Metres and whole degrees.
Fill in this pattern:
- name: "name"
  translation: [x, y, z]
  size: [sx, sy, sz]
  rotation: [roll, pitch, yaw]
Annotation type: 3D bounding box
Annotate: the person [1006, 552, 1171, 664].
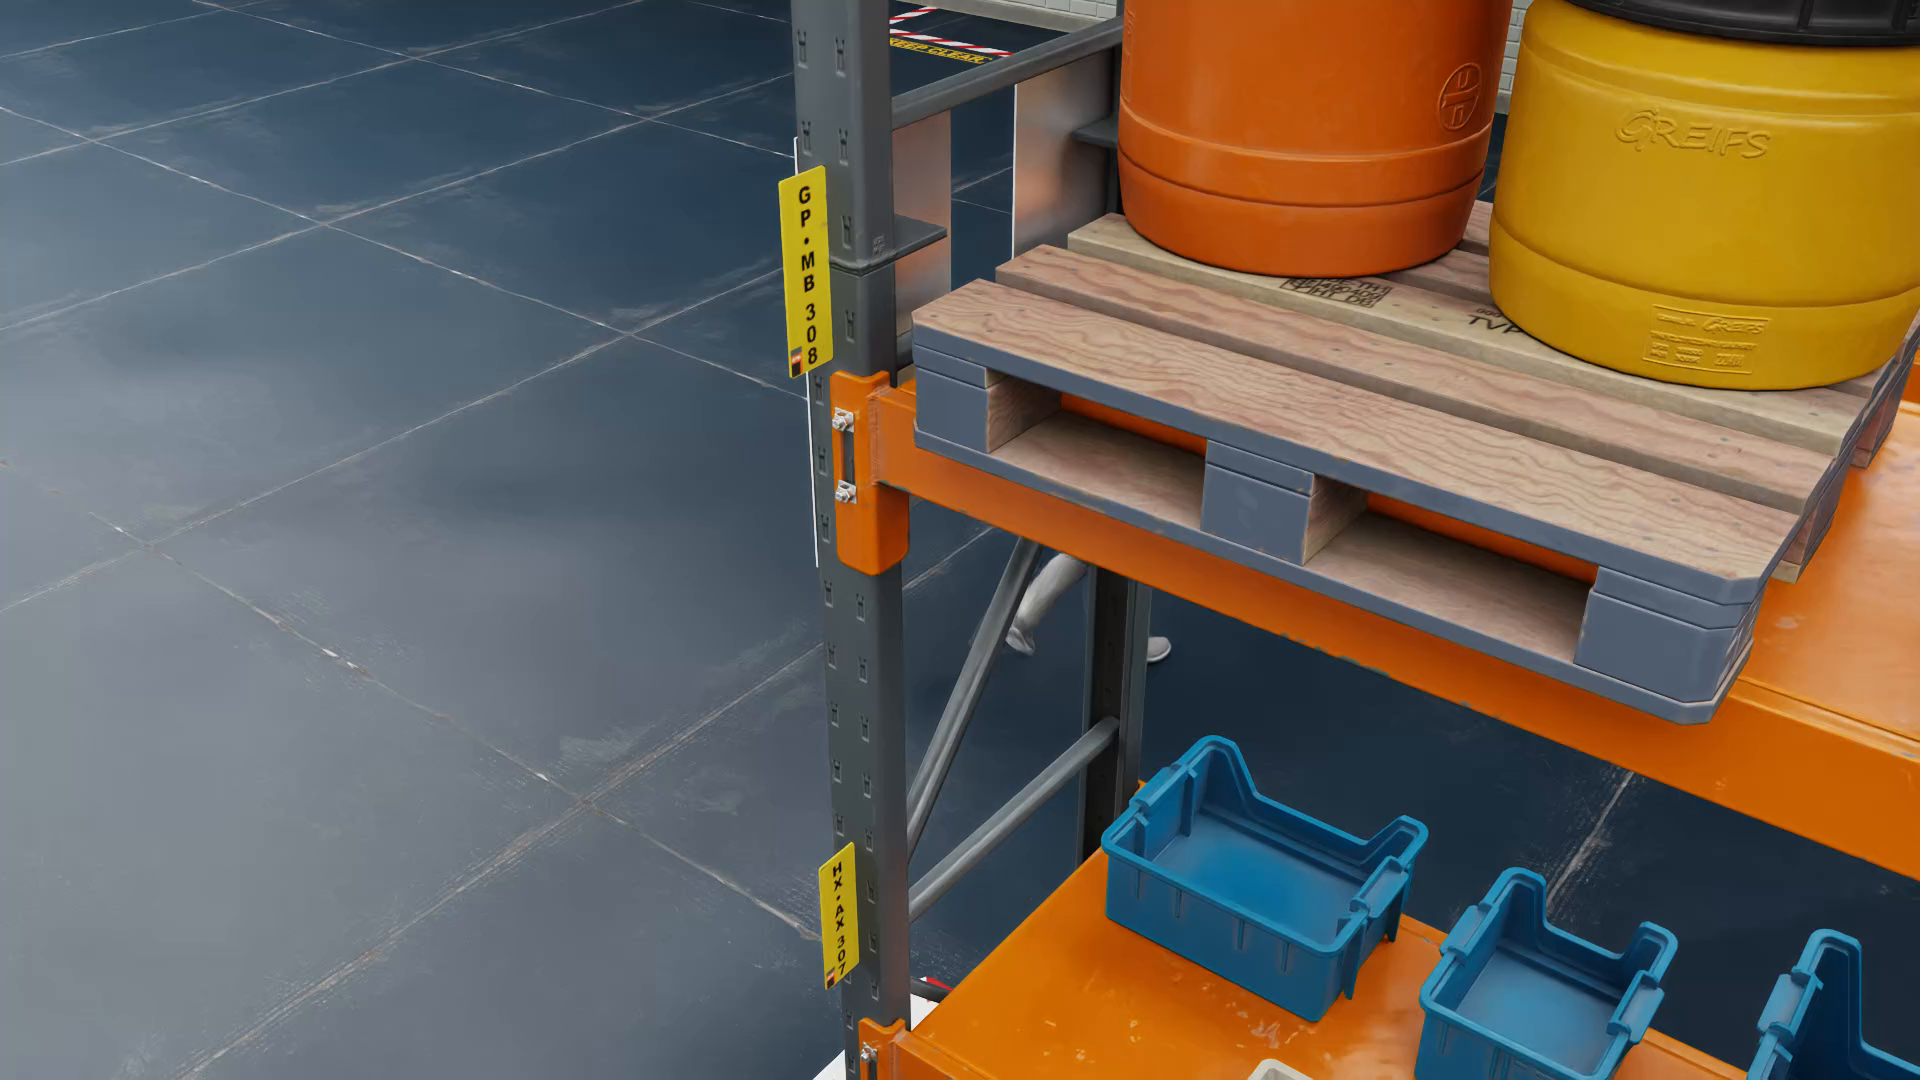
- name: "person"
  translation: [0.539, -0.197, 6.423]
  size: [0.706, 1.666, 0.464]
  rotation: [-14, 34, -21]
